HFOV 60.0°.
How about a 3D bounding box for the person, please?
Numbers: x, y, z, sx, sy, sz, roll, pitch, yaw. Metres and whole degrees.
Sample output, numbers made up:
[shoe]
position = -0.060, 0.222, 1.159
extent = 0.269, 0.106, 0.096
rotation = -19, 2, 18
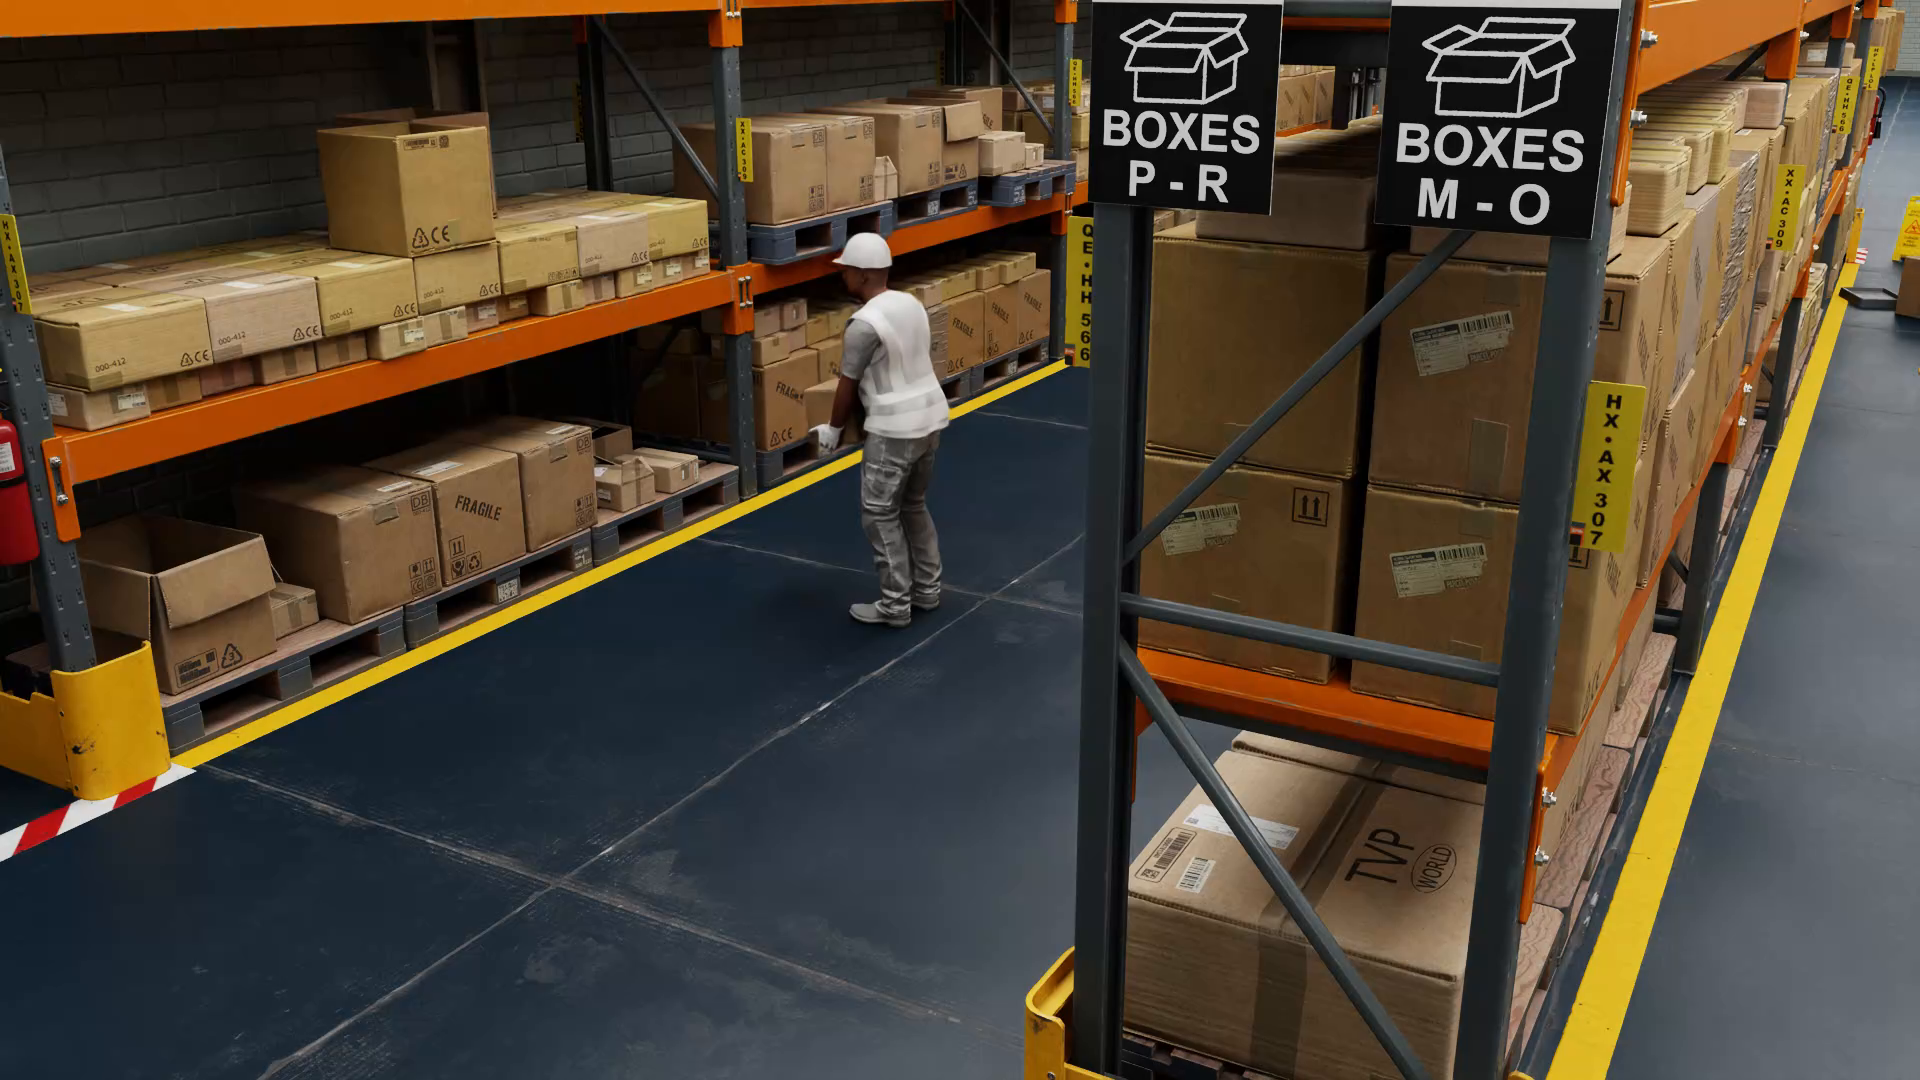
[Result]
[person]
position = -0.366, -0.500, 7.501
extent = 0.604, 1.761, 0.487
rotation = 10, 22, 27
